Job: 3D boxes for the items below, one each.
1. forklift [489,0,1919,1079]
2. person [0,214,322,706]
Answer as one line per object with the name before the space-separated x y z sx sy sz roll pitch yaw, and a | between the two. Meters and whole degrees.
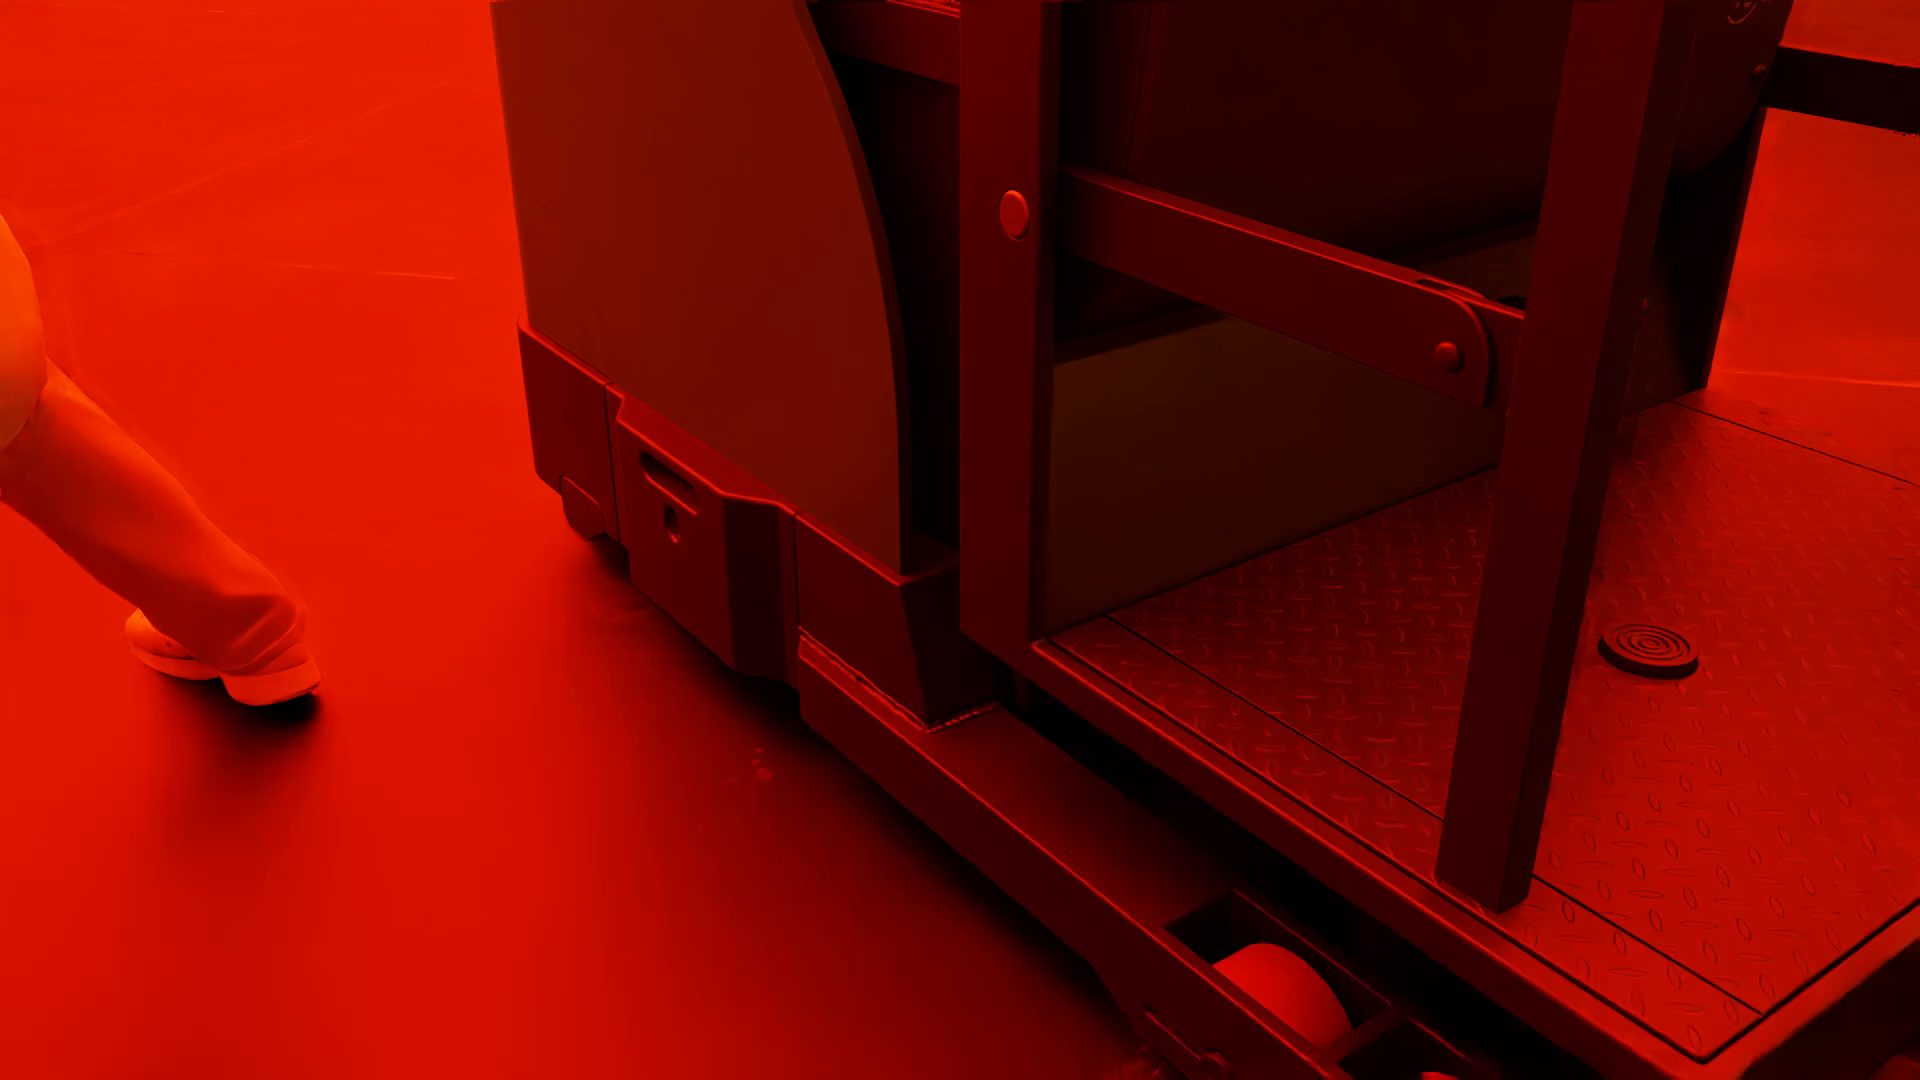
forklift | 0.619 -0.963 1.155 1.130 2.935 3.031 -18 32 -32
person | -1.216 -0.281 1.356 0.702 1.558 1.250 22 34 37
